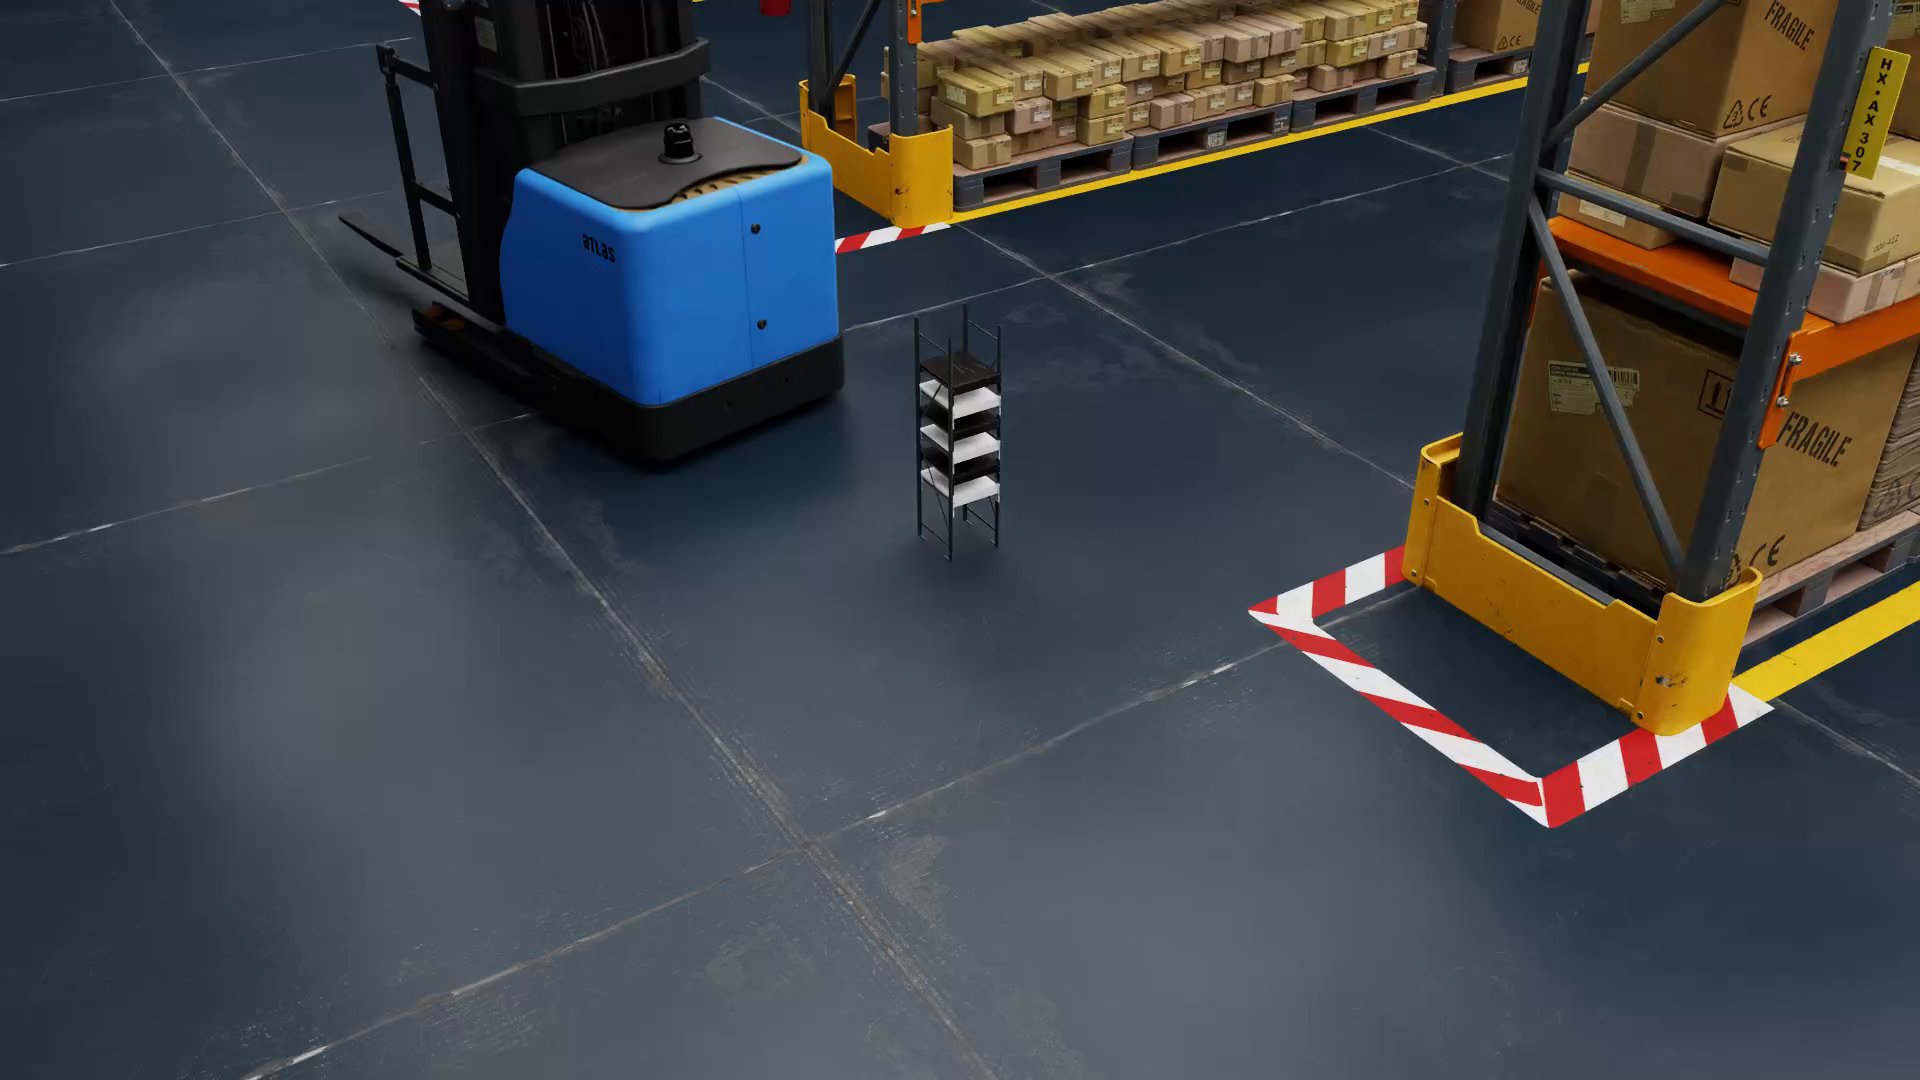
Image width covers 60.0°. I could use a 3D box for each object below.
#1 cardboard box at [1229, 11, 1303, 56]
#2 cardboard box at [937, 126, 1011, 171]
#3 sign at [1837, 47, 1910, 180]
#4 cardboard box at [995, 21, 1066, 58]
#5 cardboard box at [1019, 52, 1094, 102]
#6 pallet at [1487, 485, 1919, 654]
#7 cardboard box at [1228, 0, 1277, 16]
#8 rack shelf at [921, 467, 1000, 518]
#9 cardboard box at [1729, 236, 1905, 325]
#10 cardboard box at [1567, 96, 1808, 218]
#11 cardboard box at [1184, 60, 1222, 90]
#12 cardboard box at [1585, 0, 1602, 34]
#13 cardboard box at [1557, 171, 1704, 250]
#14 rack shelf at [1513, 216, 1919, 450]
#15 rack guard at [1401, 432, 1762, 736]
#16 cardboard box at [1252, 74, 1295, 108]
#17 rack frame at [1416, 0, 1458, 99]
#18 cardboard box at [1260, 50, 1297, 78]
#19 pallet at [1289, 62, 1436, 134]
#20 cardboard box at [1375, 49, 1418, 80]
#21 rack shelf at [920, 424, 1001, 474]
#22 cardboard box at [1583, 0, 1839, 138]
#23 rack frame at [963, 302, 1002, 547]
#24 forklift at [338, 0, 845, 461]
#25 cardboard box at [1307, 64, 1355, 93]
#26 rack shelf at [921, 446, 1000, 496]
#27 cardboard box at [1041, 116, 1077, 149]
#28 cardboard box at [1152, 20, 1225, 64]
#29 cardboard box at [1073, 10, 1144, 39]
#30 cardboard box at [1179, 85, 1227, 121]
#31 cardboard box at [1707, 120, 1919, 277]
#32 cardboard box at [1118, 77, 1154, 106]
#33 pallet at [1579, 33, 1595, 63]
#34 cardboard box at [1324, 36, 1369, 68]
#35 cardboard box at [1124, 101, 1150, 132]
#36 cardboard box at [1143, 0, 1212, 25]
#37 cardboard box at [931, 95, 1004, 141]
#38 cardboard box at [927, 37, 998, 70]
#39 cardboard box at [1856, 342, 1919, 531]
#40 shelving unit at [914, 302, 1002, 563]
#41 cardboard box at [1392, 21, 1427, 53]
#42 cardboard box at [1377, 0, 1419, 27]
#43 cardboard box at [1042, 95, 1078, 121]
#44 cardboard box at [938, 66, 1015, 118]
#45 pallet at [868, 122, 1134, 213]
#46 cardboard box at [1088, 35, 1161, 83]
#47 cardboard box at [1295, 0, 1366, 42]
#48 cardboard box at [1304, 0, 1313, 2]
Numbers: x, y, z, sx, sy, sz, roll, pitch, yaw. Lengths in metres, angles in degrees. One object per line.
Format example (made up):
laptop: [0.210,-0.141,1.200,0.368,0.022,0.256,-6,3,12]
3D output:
cardboard box: [1.829,-3.039,9.977,0.250,0.149,0.380,-21,38,-30]
cardboard box: [0.076,-2.185,9.181,0.250,0.149,0.380,-18,37,-26]
sign: [2.360,-1.101,4.299,0.005,0.325,0.100,-19,37,-27]
cardboard box: [0.413,-2.921,9.790,0.250,0.149,0.380,-21,38,-29]
cardboard box: [0.534,-2.577,9.245,0.250,0.149,0.380,-19,37,-27]
pallet: [2.694,-0.039,6.114,1.213,0.211,1.003,-19,37,-27]
cardboard box: [1.766,-3.345,10.462,0.250,0.149,0.380,-20,37,-28]
rack shelf: [-0.007,-0.198,6.120,0.200,0.077,0.258,-19,37,-27]
cardboard box: [2.542,-0.801,4.943,0.250,0.149,0.380,-19,37,-27]
cardboard box: [2.328,-1.274,5.319,0.500,0.250,0.500,-20,37,-28]
cardboard box: [1.344,-2.819,9.907,0.250,0.149,0.380,-17,36,-25]
cardboard box: [4.032,-3.731,11.302,0.500,0.500,0.500,-17,36,-25]
cardboard box: [2.185,-1.096,5.412,0.250,0.149,0.380,-18,37,-26]
rack shelf: [3.745,-1.226,6.056,4.000,0.370,1.077,-19,37,-27]
rack guard: [2.044,0.112,5.604,0.348,0.500,1.175,-19,37,-27]
cardboard box: [1.809,-2.768,10.105,0.250,0.149,0.380,-19,37,-27]
rack frame: [2.824,-4.362,10.353,0.127,3.000,1.000,-19,37,-27]
cardboard box: [1.828,-2.946,10.108,0.250,0.149,0.380,-18,36,-26]
pallet: [2.279,-2.972,10.764,1.213,0.211,1.003,-19,37,-27]
cardboard box: [2.679,-3.068,10.580,0.250,0.149,0.380,-18,37,-27]
rack shelf: [-0.007,-0.350,6.024,0.200,0.077,0.258,-19,37,-27]
cardboard box: [2.331,-1.590,5.119,0.500,0.500,0.500,-18,37,-27]
rack frame: [0.079,-0.408,6.053,0.006,0.900,0.240,-19,37,-27]
forklift: [-1.879,-2.247,7.065,1.130,2.935,3.031,-27,41,-36]
cardboard box: [2.228,-2.925,10.353,0.250,0.149,0.380,-20,38,-29]
rack shelf: [-0.007,-0.274,6.072,0.200,0.077,0.258,-19,37,-27]
cardboard box: [0.456,-2.373,9.478,0.250,0.149,0.380,-19,37,-27]
cardboard box: [1.341,-2.933,9.809,0.250,0.149,0.380,-19,37,-27]
cardboard box: [0.890,-3.050,9.994,0.250,0.149,0.380,-20,38,-29]
cardboard box: [1.369,-2.638,9.900,0.250,0.149,0.380,-19,37,-27]
cardboard box: [2.614,-1.032,4.937,0.500,0.250,0.500,-20,37,-28]
cardboard box: [0.906,-2.649,9.637,0.250,0.149,0.380,-21,38,-29]
pallet: [4.504,-3.763,12.017,1.213,0.211,1.003,-19,37,-27]
cardboard box: [2.295,-3.057,10.284,0.250,0.149,0.380,-20,38,-29]
cardboard box: [0.893,-2.514,9.702,0.250,0.149,0.380,-19,37,-27]
cardboard box: [1.323,-3.192,10.220,0.250,0.149,0.380,-21,38,-29]
cardboard box: [0.041,-2.340,9.147,0.250,0.149,0.380,-17,36,-25]
cardboard box: [0.012,-2.743,9.507,0.250,0.149,0.380,-18,37,-26]
cardboard box: [3.324,-0.715,6.170,0.875,0.875,0.875,-19,37,-27]
shelving unit: [-0.007,-0.378,6.006,0.210,0.900,0.258,-19,37,-27]
cardboard box: [2.731,-3.226,10.552,0.250,0.149,0.380,-18,37,-26]
cardboard box: [2.666,-3.366,10.495,0.250,0.149,0.380,-18,36,-26]
cardboard box: [0.460,-2.504,9.407,0.250,0.149,0.380,-18,37,-27]
cardboard box: [0.086,-2.428,9.009,0.250,0.149,0.380,-21,38,-29]
pallet: [0.228,-2.267,9.646,1.213,0.211,1.003,-19,37,-27]
cardboard box: [0.936,-2.762,9.538,0.250,0.149,0.380,-17,36,-25]
cardboard box: [2.267,-3.199,10.231,0.250,0.149,0.380,-19,37,-28]
cardboard box: [2.159,-3.526,10.748,0.250,0.149,0.380,-17,36,-25]
